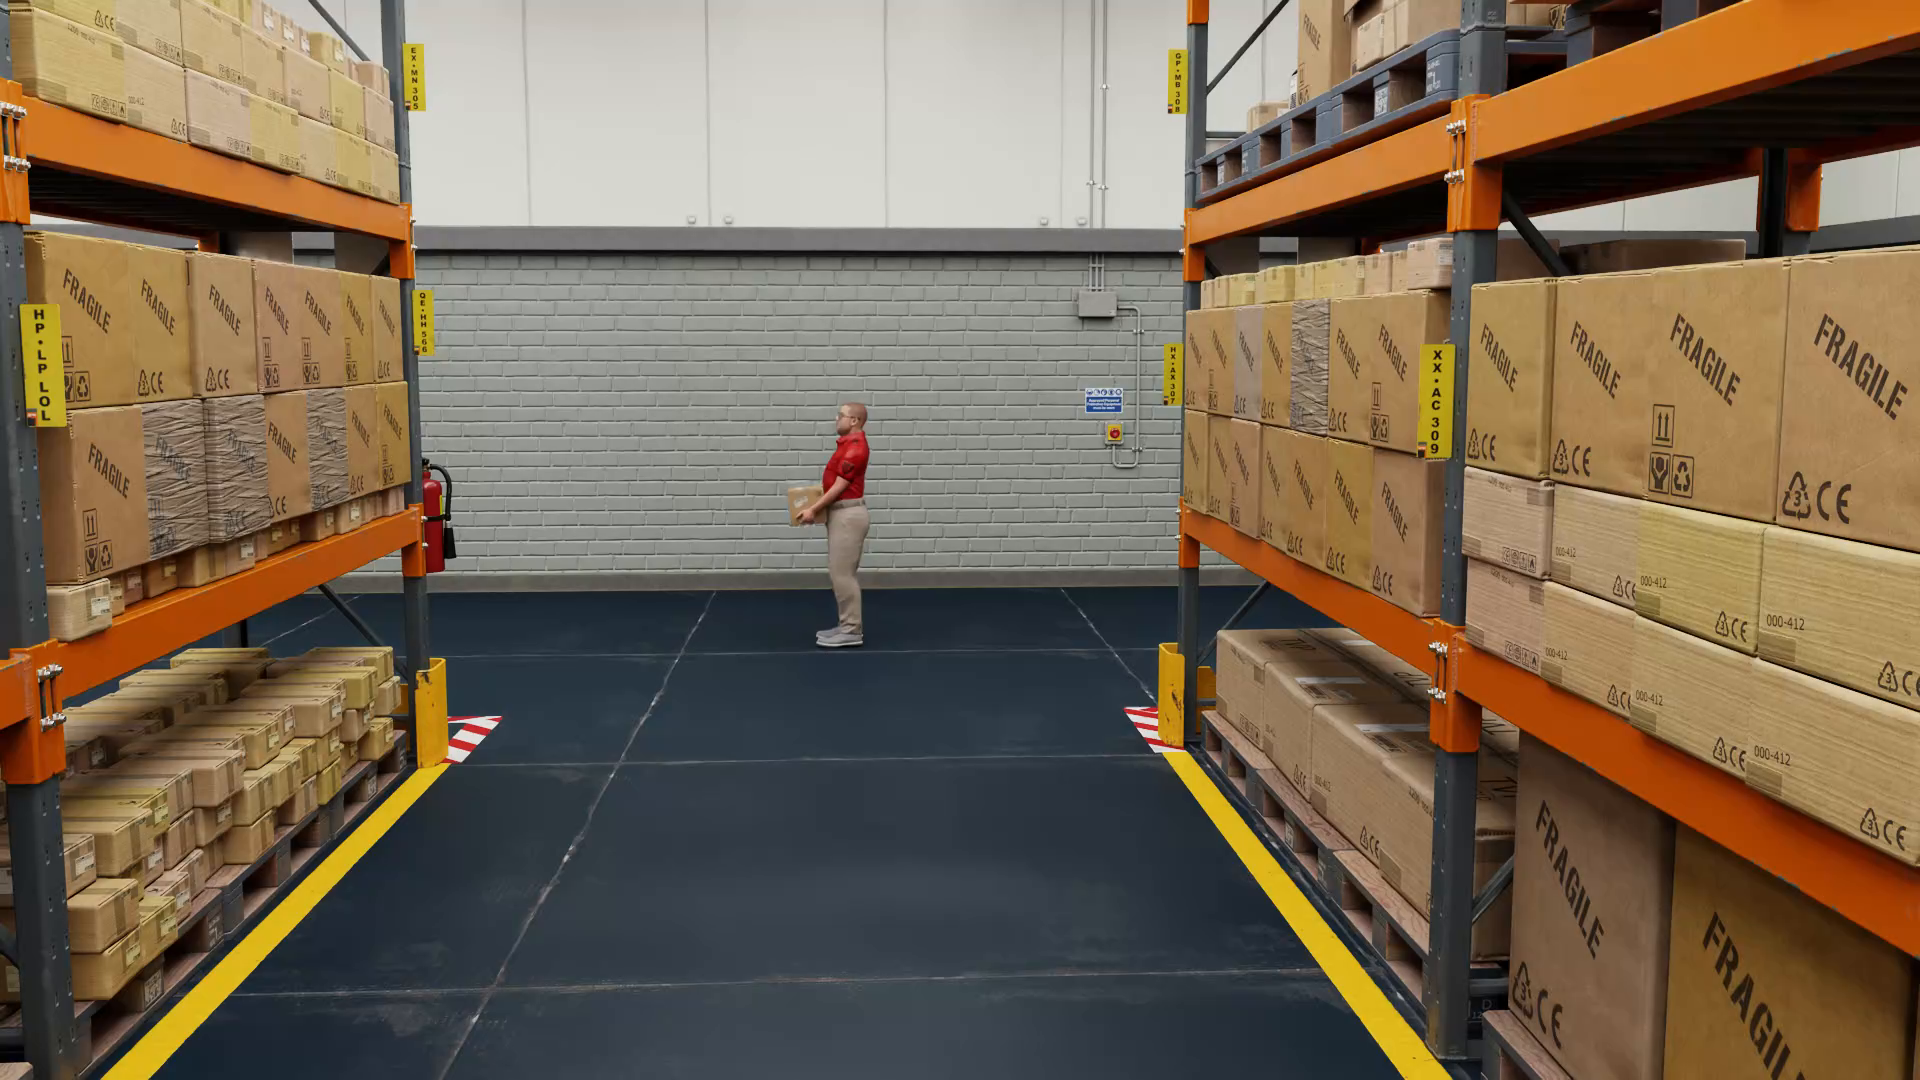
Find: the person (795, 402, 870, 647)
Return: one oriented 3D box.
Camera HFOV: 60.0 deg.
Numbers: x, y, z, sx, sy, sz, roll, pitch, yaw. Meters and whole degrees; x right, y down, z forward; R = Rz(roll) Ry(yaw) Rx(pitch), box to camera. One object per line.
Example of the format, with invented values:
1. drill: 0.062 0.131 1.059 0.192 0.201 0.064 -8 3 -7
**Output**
1. person: -0.900 -0.115 11.784 0.527 1.723 0.501 0 7 -4
